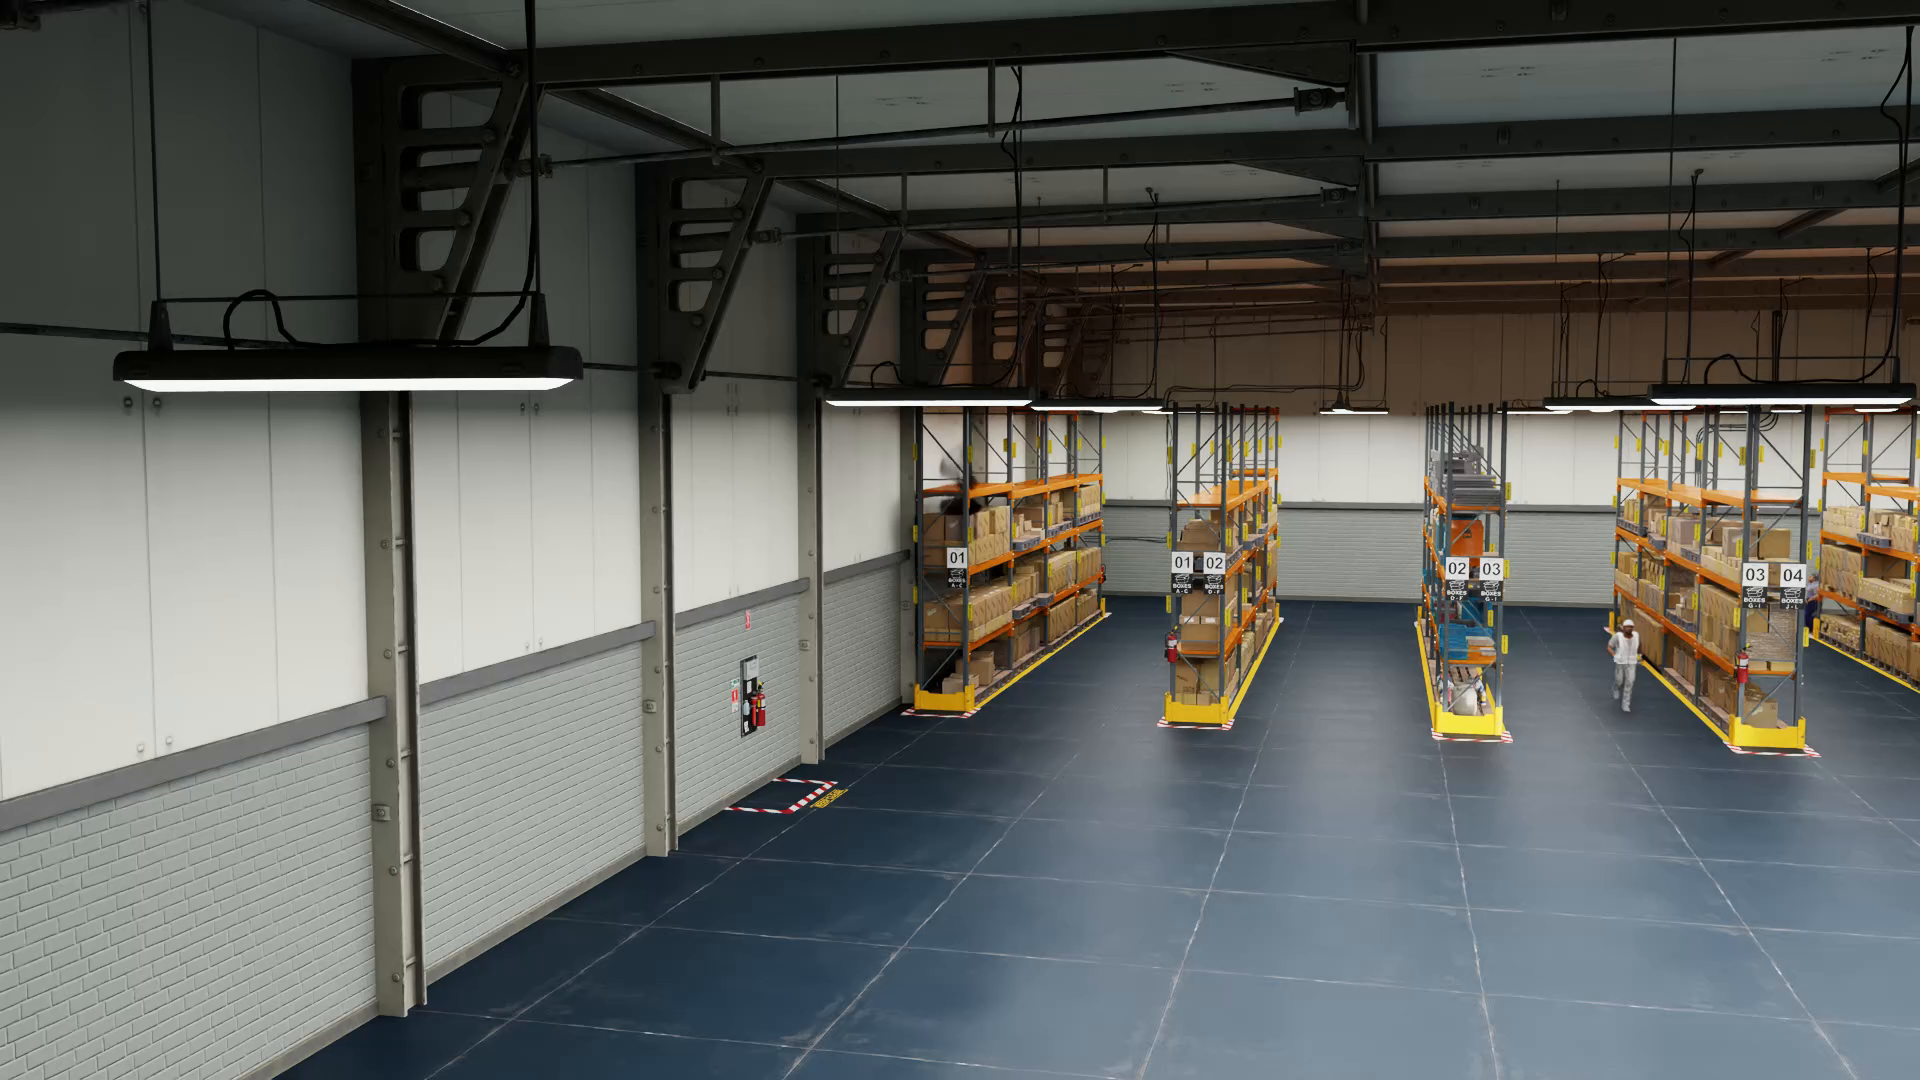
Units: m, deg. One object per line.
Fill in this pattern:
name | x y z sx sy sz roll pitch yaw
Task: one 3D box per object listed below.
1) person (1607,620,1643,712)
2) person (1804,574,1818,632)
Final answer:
person | 13.066 2.432 32.674 0.707 1.770 0.976 0 4 6
person | 22.597 1.684 44.130 0.527 1.579 0.658 0 4 4
